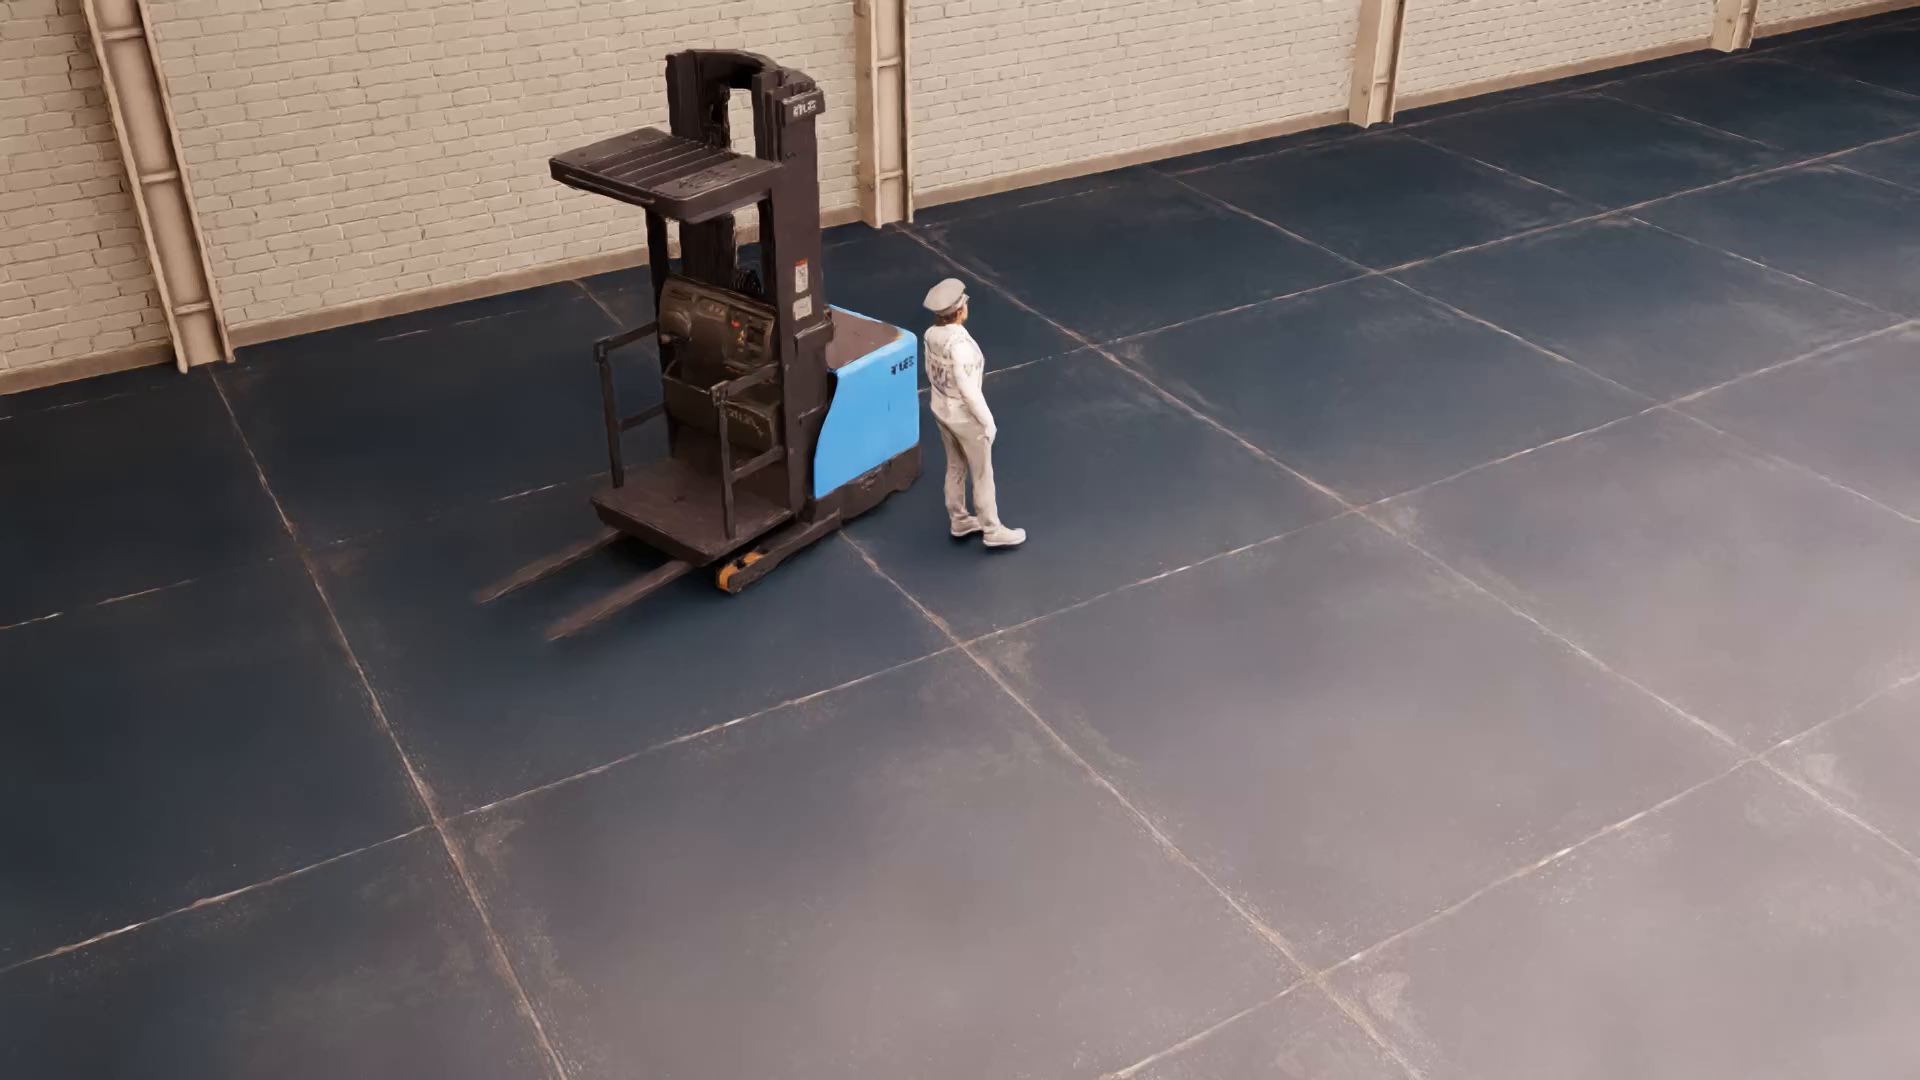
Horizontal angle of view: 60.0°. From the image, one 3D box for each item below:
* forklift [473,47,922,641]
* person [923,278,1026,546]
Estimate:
[{"bbox_3d":[-1.573,-1.228,9.698,1.130,2.935,3.031,23,38,33],"label":"forklift"},{"bbox_3d":[0.061,-0.782,10.065,0.534,1.695,0.586,-17,35,-26],"label":"person"}]
